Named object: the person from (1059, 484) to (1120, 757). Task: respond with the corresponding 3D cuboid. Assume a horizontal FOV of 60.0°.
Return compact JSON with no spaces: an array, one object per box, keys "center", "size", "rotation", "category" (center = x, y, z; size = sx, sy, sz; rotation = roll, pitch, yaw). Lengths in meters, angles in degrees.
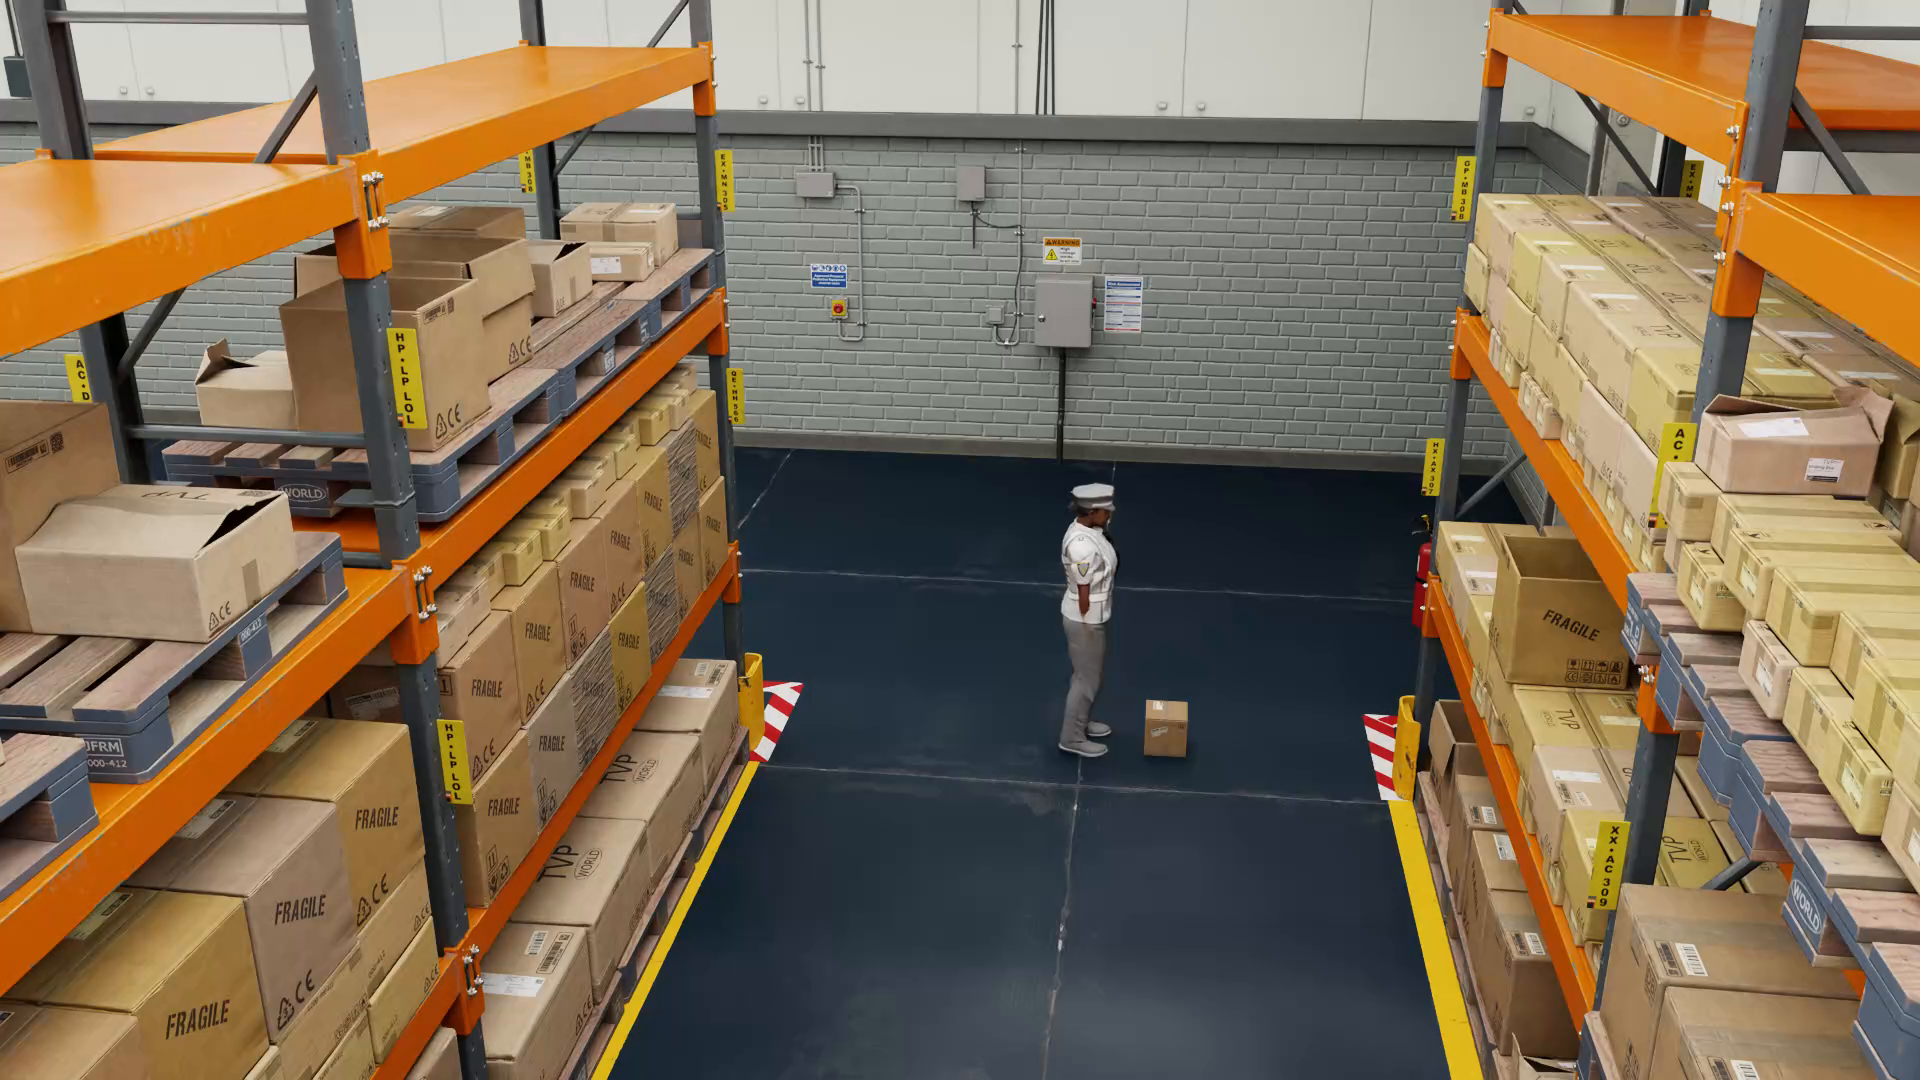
[{"center":[0.769,0.463,9.917],"size":[0.340,1.661,0.438],"rotation":[3,21,7],"category":"person"}]
